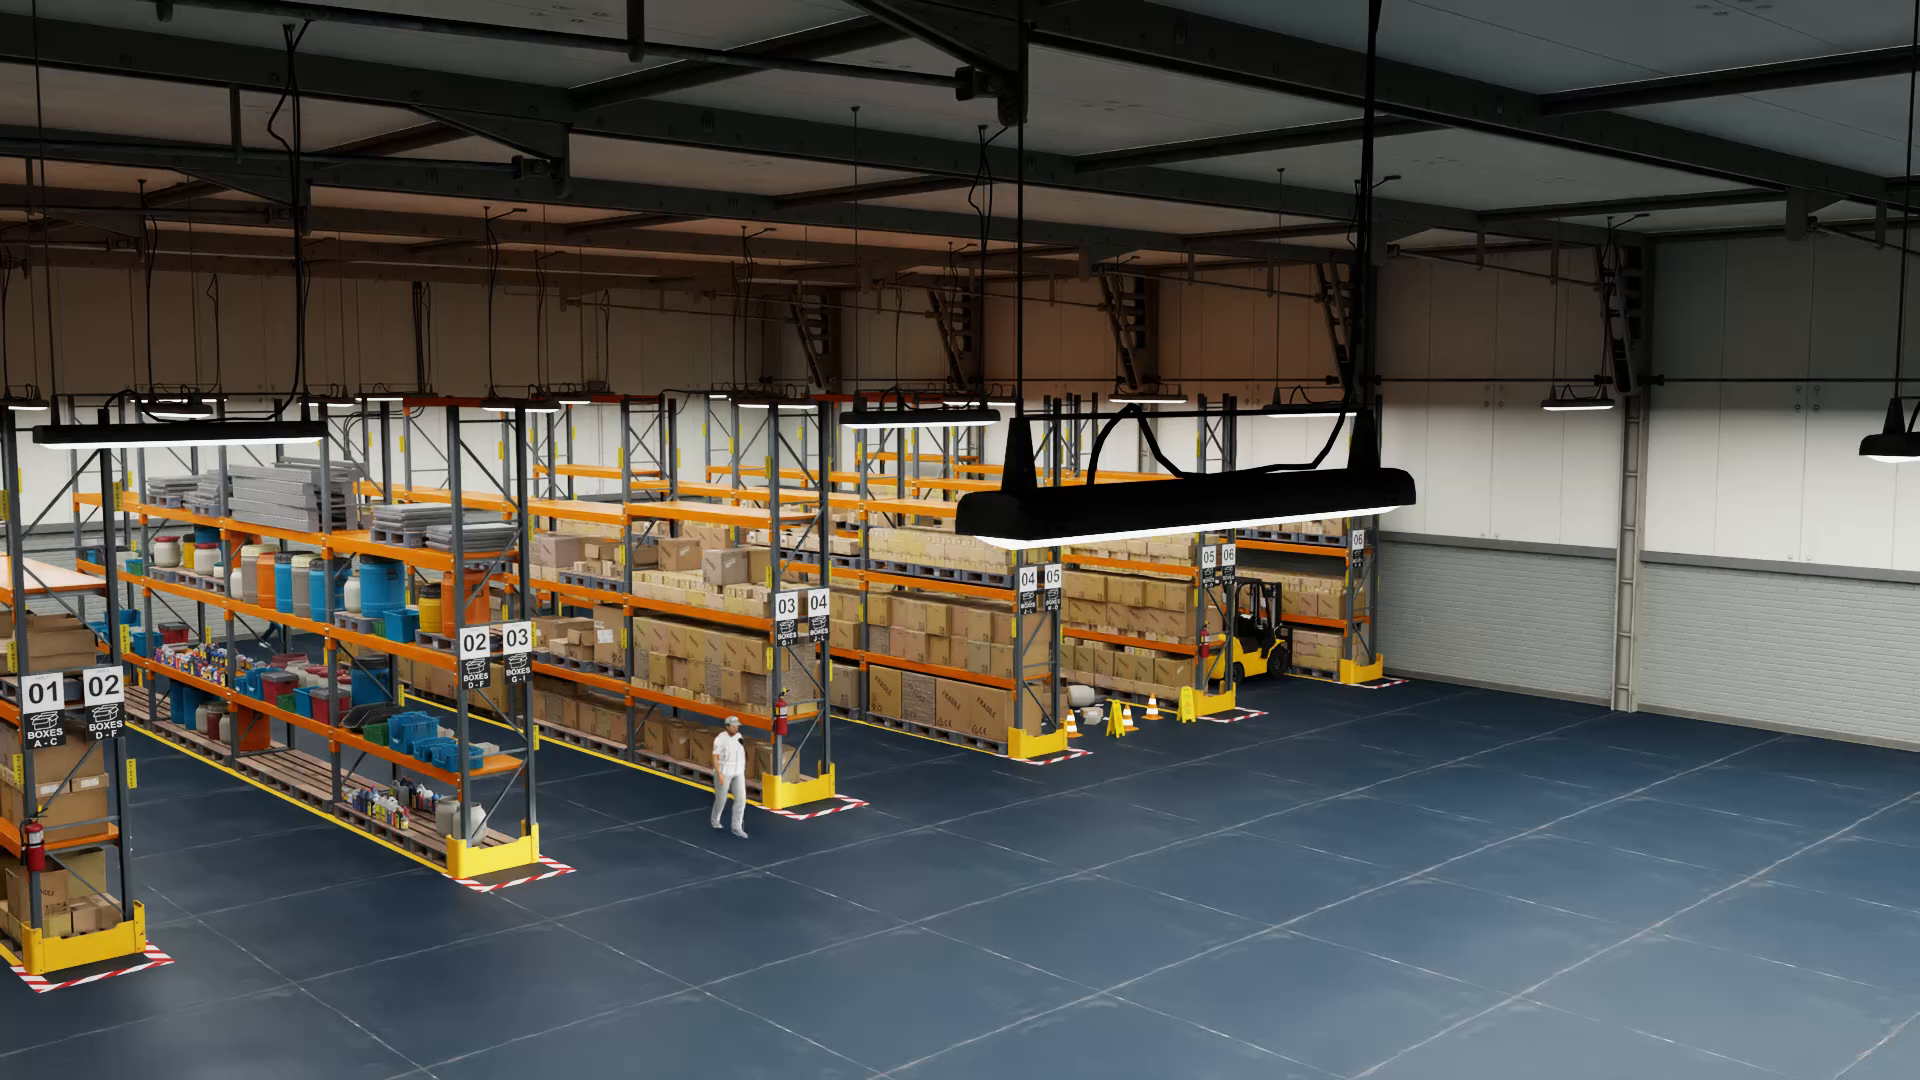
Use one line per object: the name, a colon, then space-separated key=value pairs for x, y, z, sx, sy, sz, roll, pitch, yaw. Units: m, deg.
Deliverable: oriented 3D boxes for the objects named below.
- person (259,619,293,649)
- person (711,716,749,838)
person: x=-15.989 y=1.788 z=38.838 sx=1.022 sy=1.529 sz=0.444 roll=2 pitch=6 yaw=15
person: x=-3.198 y=3.288 z=23.224 sx=0.560 sy=1.651 sz=0.740 roll=-5 pitch=7 yaw=-42
